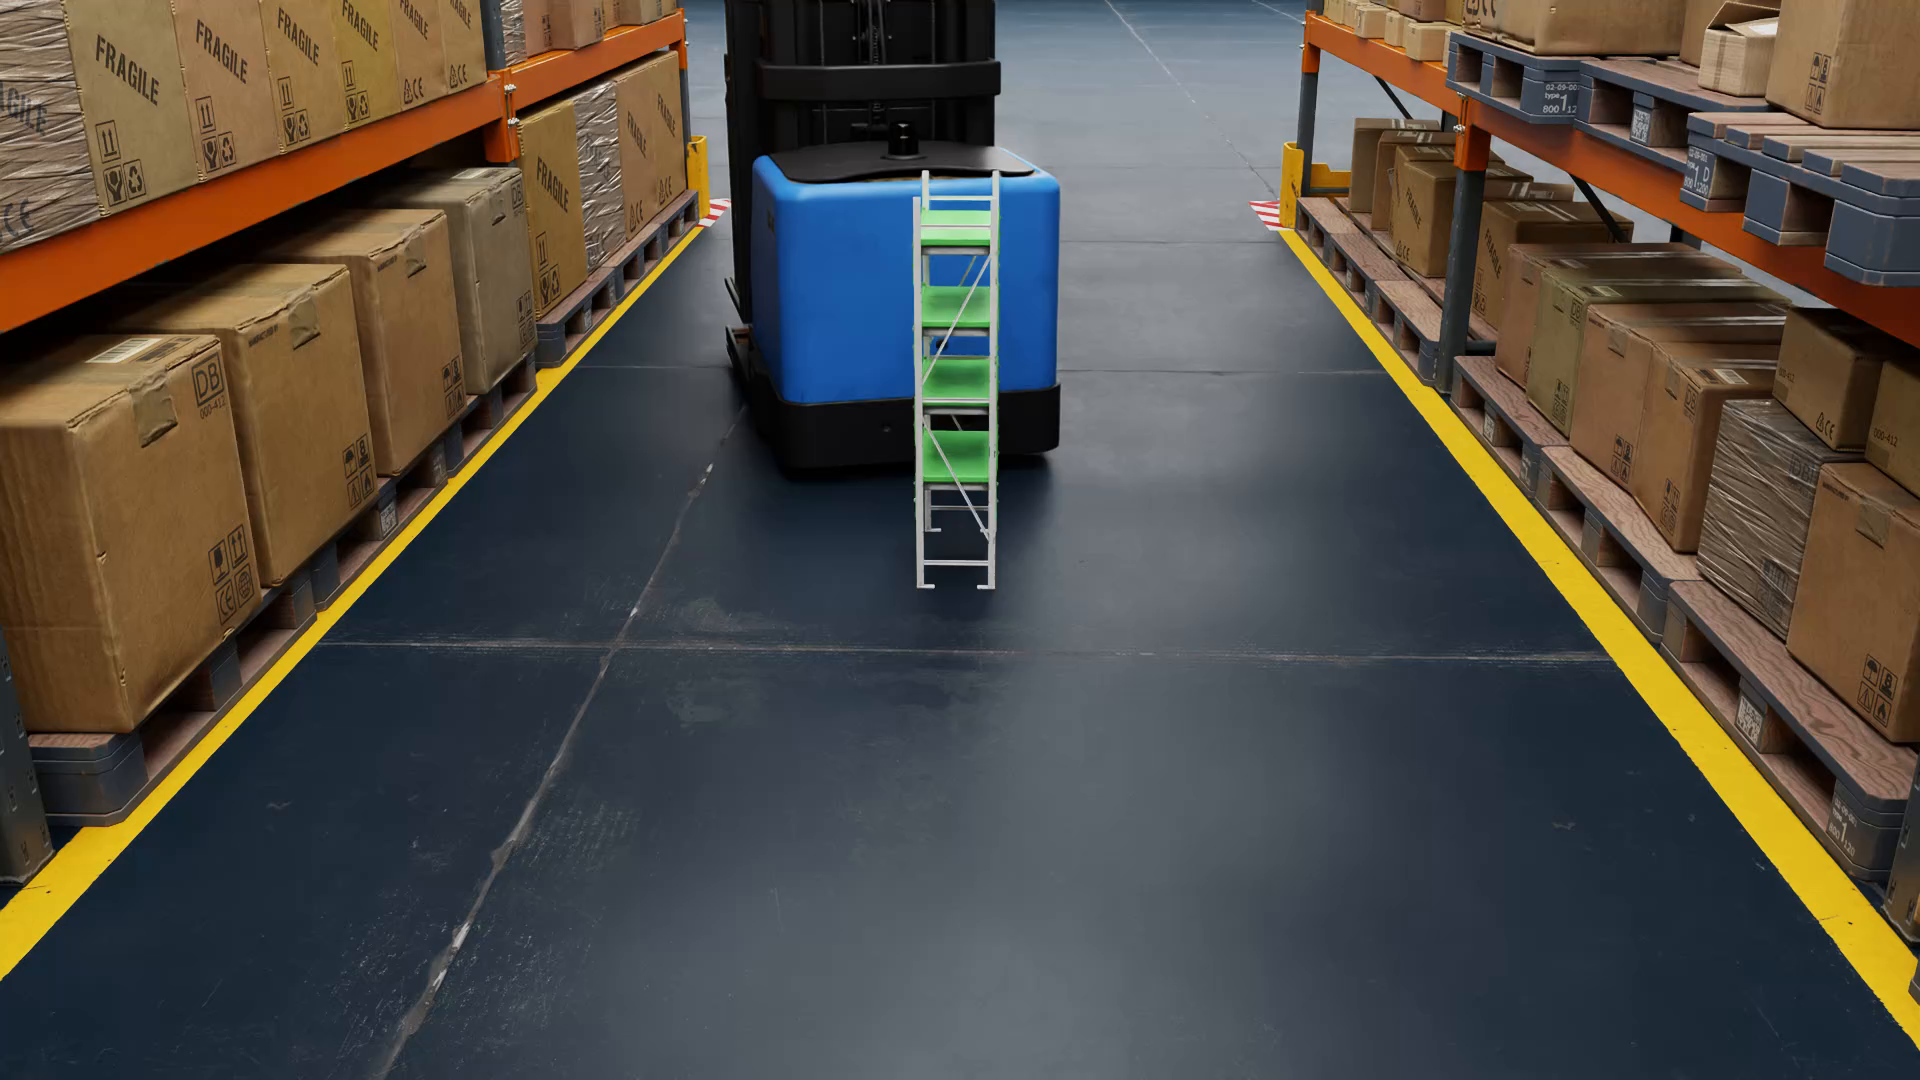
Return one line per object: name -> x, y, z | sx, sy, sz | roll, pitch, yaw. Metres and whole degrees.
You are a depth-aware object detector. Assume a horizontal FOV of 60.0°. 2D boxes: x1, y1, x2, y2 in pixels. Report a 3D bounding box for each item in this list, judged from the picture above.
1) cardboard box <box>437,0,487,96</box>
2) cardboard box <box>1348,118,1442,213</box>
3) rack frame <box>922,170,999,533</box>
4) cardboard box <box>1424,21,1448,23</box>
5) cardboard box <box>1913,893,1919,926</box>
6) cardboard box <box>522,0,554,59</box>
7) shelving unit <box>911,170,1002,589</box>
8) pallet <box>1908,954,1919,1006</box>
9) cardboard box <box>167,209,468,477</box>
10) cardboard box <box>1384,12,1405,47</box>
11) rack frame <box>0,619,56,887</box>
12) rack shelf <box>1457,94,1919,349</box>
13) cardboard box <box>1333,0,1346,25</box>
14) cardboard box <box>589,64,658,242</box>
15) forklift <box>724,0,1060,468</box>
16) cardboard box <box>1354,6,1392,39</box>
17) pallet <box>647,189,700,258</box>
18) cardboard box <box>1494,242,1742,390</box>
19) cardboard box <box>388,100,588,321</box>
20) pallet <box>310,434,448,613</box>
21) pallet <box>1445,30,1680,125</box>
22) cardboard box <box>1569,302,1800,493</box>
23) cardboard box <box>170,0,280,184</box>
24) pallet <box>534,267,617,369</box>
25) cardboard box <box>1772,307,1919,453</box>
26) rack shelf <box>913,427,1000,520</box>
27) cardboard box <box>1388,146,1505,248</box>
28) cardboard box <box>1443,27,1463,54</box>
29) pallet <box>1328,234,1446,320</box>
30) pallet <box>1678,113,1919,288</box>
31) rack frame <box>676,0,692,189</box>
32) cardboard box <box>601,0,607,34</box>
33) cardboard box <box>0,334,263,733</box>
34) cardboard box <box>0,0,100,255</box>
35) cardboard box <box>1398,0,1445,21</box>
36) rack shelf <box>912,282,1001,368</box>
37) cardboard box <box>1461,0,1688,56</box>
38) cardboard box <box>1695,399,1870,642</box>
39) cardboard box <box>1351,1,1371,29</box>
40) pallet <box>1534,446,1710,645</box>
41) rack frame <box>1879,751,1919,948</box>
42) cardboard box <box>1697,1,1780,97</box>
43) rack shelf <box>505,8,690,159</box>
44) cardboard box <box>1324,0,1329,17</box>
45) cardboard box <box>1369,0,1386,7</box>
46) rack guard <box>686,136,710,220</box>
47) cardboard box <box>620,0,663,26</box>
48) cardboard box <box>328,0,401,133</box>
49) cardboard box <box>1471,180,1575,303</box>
cardboard box -> -2.145, -1.977, 6.340 | 0.500, 0.500, 0.500 | 1, 21, 1
cardboard box -> 2.644, -2.282, 10.139 | 0.500, 0.500, 0.500 | 5, 22, 12
rack frame -> 0.002, -0.588, 5.385 | 0.240, 1.200, 0.015 | 1, 21, 2
cardboard box -> 2.391, -2.355, 7.800 | 0.380, 0.149, 0.250 | 1, 21, 2
cardboard box -> 2.394, 0.459, 2.555 | 1.225, 0.875, 0.875 | 0, 21, -1
cardboard box -> -2.403, -2.525, 7.682 | 0.875, 0.550, 0.550 | 1, 21, 2
shelving unit -> -0.005, -0.500, 5.158 | 0.258, 1.200, 0.503 | 1, 21, 2
pallet -> 2.337, 0.999, 2.661 | 1.003, 0.211, 1.213 | 1, 21, 2
cardboard box -> -2.359, -0.695, 5.703 | 1.050, 0.750, 0.750 | 1, 21, 2
cardboard box -> 2.331, -2.537, 8.268 | 0.380, 0.149, 0.250 | 1, 21, 2
rack frame -> -2.518, -0.676, 3.124 | 1.000, 3.000, 0.127 | 1, 21, 2
rack shelf -> 2.497, -0.973, 4.883 | 1.077, 0.370, 4.000 | 1, 21, 2
cardboard box -> 2.383, -3.079, 9.666 | 0.380, 0.149, 0.250 | 1, 21, 2
cardboard box -> -2.254, -2.210, 9.434 | 0.875, 0.875, 0.875 | 0, 21, 1
forklift -> -0.452, -2.126, 6.956 | 1.130, 2.935, 3.031 | -5, 22, -12
cardboard box -> 2.290, -2.718, 8.736 | 0.380, 0.149, 0.250 | 1, 21, 2
pallet -> -2.221, -1.978, 10.336 | 1.003, 0.211, 1.213 | 1, 21, 2
cardboard box -> 2.518, -0.849, 6.418 | 0.700, 0.500, 0.500 | -1, 21, -3
cardboard box -> -2.308, -1.554, 7.744 | 0.875, 0.875, 0.875 | 1, 21, 2
pallet -> -2.379, -0.100, 5.495 | 1.003, 0.211, 1.213 | 1, 21, 2
pallet -> 2.389, -1.667, 5.943 | 1.003, 0.211, 1.213 | 1, 21, 2
cardboard box -> 2.468, -0.475, 5.453 | 0.700, 0.500, 0.500 | -1, 21, -3
cardboard box -> -2.207, -1.248, 4.461 | 0.500, 0.500, 0.500 | 1, 21, 2
pallet -> -2.295, -1.096, 8.062 | 1.003, 0.211, 1.213 | 1, 21, 2
cardboard box -> 2.433, -0.409, 4.246 | 0.500, 0.250, 0.500 | 3, 21, 8
rack shelf -> -0.005, -0.216, 5.268 | 0.258, 0.148, 0.480 | 1, 21, 2
cardboard box -> 2.622, -1.839, 8.998 | 0.500, 0.500, 0.500 | 3, 21, 7
cardboard box -> 2.355, -2.175, 7.335 | 0.380, 0.149, 0.250 | 1, 21, 2
pallet -> 2.577, -1.417, 8.888 | 1.003, 0.211, 1.213 | 1, 21, 2
pallet -> 2.351, -0.754, 3.591 | 1.213, 0.211, 1.003 | 1, 21, 2
rack frame -> -2.275, -3.568, 10.579 | 1.000, 3.000, 0.127 | 1, 21, 2
cardboard box -> -2.353, -2.911, 8.678 | 0.875, 0.550, 0.500 | 1, 21, 2
cardboard box -> -2.410, -0.042, 4.020 | 1.050, 0.750, 0.750 | 0, 21, 1
cardboard box -> -2.235, -0.882, 3.517 | 0.500, 0.500, 0.500 | 1, 21, 2
cardboard box -> 2.598, -2.741, 7.896 | 0.875, 0.500, 0.500 | 1, 21, 2
rack shelf -> -0.005, -0.664, 5.094 | 0.258, 0.148, 0.480 | 1, 21, 2
cardboard box -> 2.394, -2.221, 5.696 | 1.000, 1.000, 1.000 | 1, 21, 2
cardboard box -> 2.441, -0.068, 4.404 | 0.700, 0.500, 0.500 | -1, 21, -3
cardboard box -> 2.382, -2.898, 9.200 | 0.380, 0.149, 0.250 | 1, 21, 2
pallet -> 2.501, -0.007, 5.256 | 1.003, 0.211, 1.213 | 1, 21, 2
rack frame -> 2.436, -0.585, 2.889 | 1.000, 3.000, 0.127 | 1, 21, 2
cardboard box -> 2.217, -1.324, 4.399 | 0.396, 0.266, 0.258 | 0, 21, 0
rack shelf -> -2.336, -2.510, 8.845 | 1.077, 0.370, 4.000 | 1, 21, 2
cardboard box -> 2.432, -3.260, 10.131 | 0.380, 0.149, 0.250 | 1, 21, 2
cardboard box -> 2.682, -3.102, 8.827 | 0.875, 0.500, 0.500 | 1, 21, 2
rack guard -> -2.274, -2.412, 11.054 | 1.175, 0.500, 0.348 | 1, 21, 2
cardboard box -> -2.236, -3.305, 9.692 | 0.875, 0.550, 0.550 | 1, 21, 2
cardboard box -> -2.176, -1.612, 5.398 | 0.500, 0.500, 0.500 | 1, 21, 2
cardboard box -> 2.620, -1.413, 7.899 | 0.500, 0.500, 0.500 | 8, 22, 19
